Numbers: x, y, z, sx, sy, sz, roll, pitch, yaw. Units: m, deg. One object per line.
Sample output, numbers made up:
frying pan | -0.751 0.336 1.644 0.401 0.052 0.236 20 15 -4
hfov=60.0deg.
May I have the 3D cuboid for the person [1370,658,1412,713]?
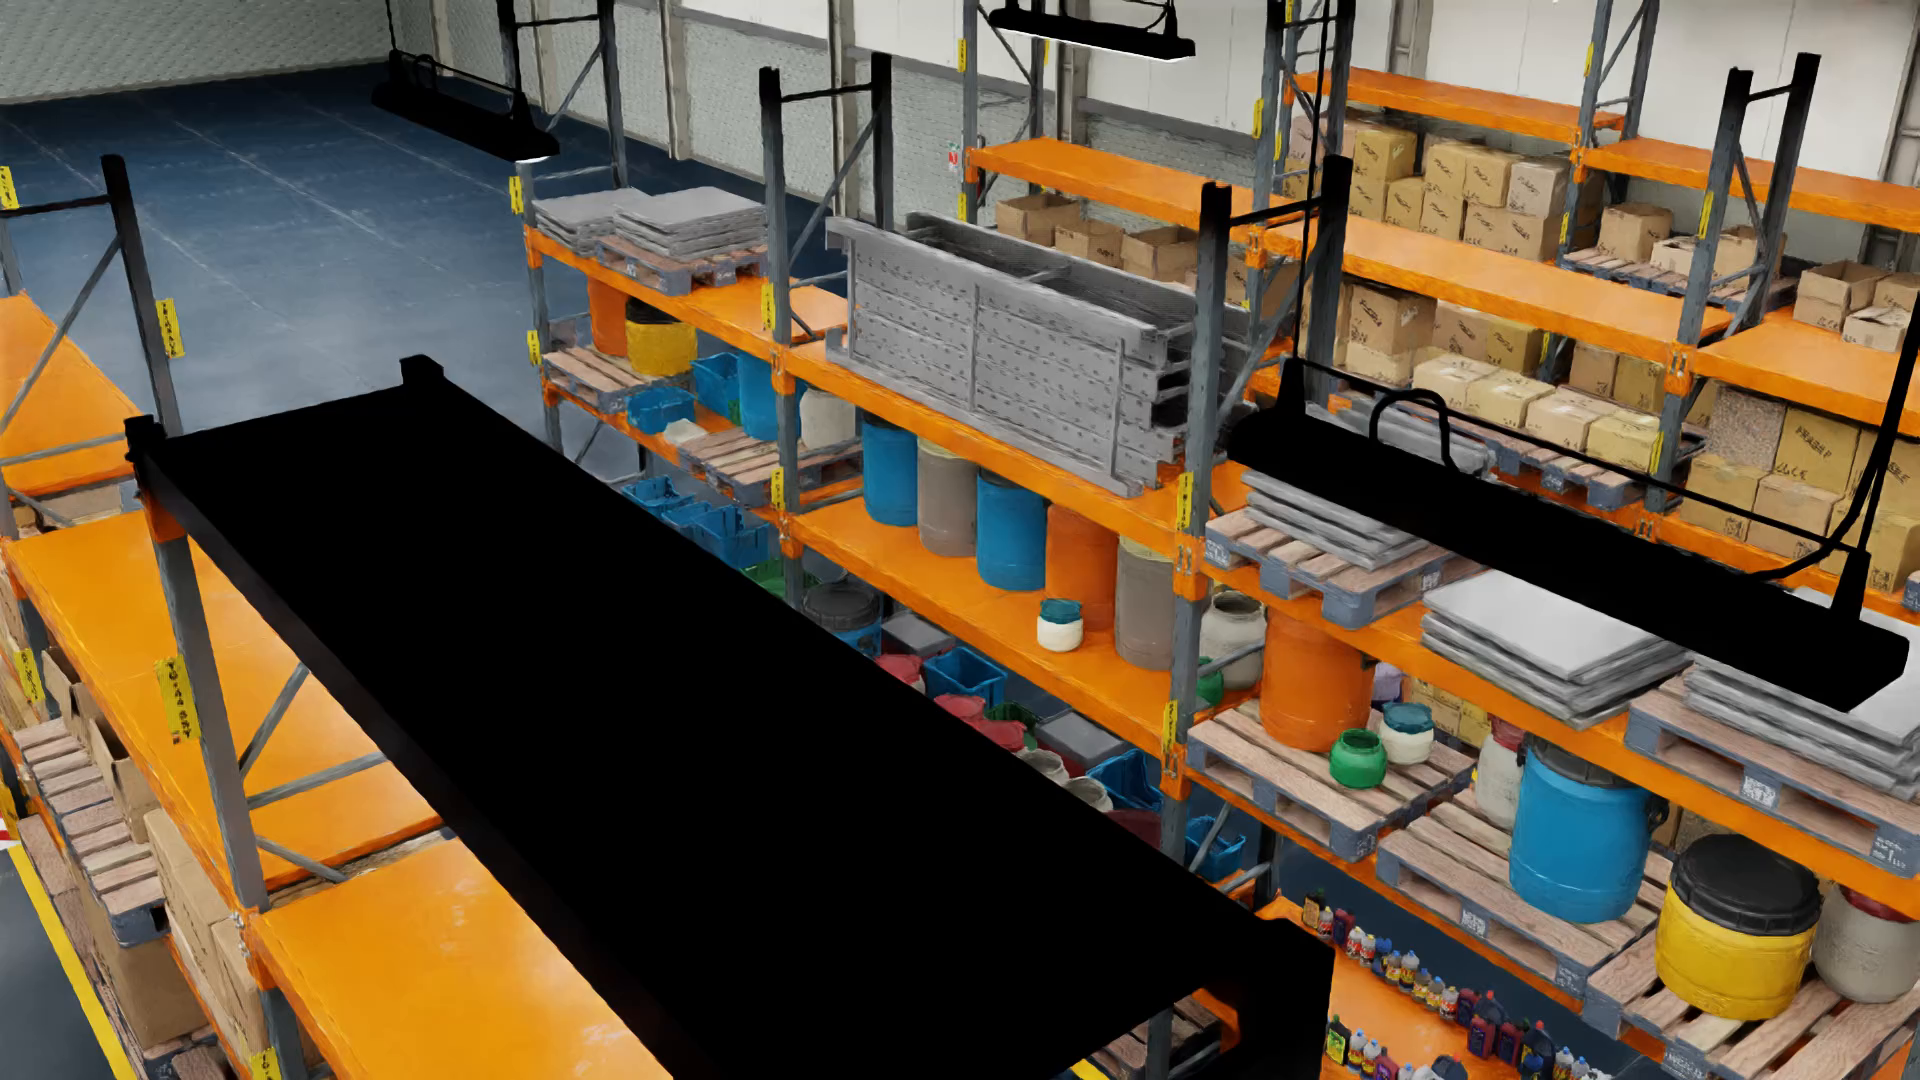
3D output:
person | 3.384 1.372 13.522 0.526 1.651 0.420 9 27 18
